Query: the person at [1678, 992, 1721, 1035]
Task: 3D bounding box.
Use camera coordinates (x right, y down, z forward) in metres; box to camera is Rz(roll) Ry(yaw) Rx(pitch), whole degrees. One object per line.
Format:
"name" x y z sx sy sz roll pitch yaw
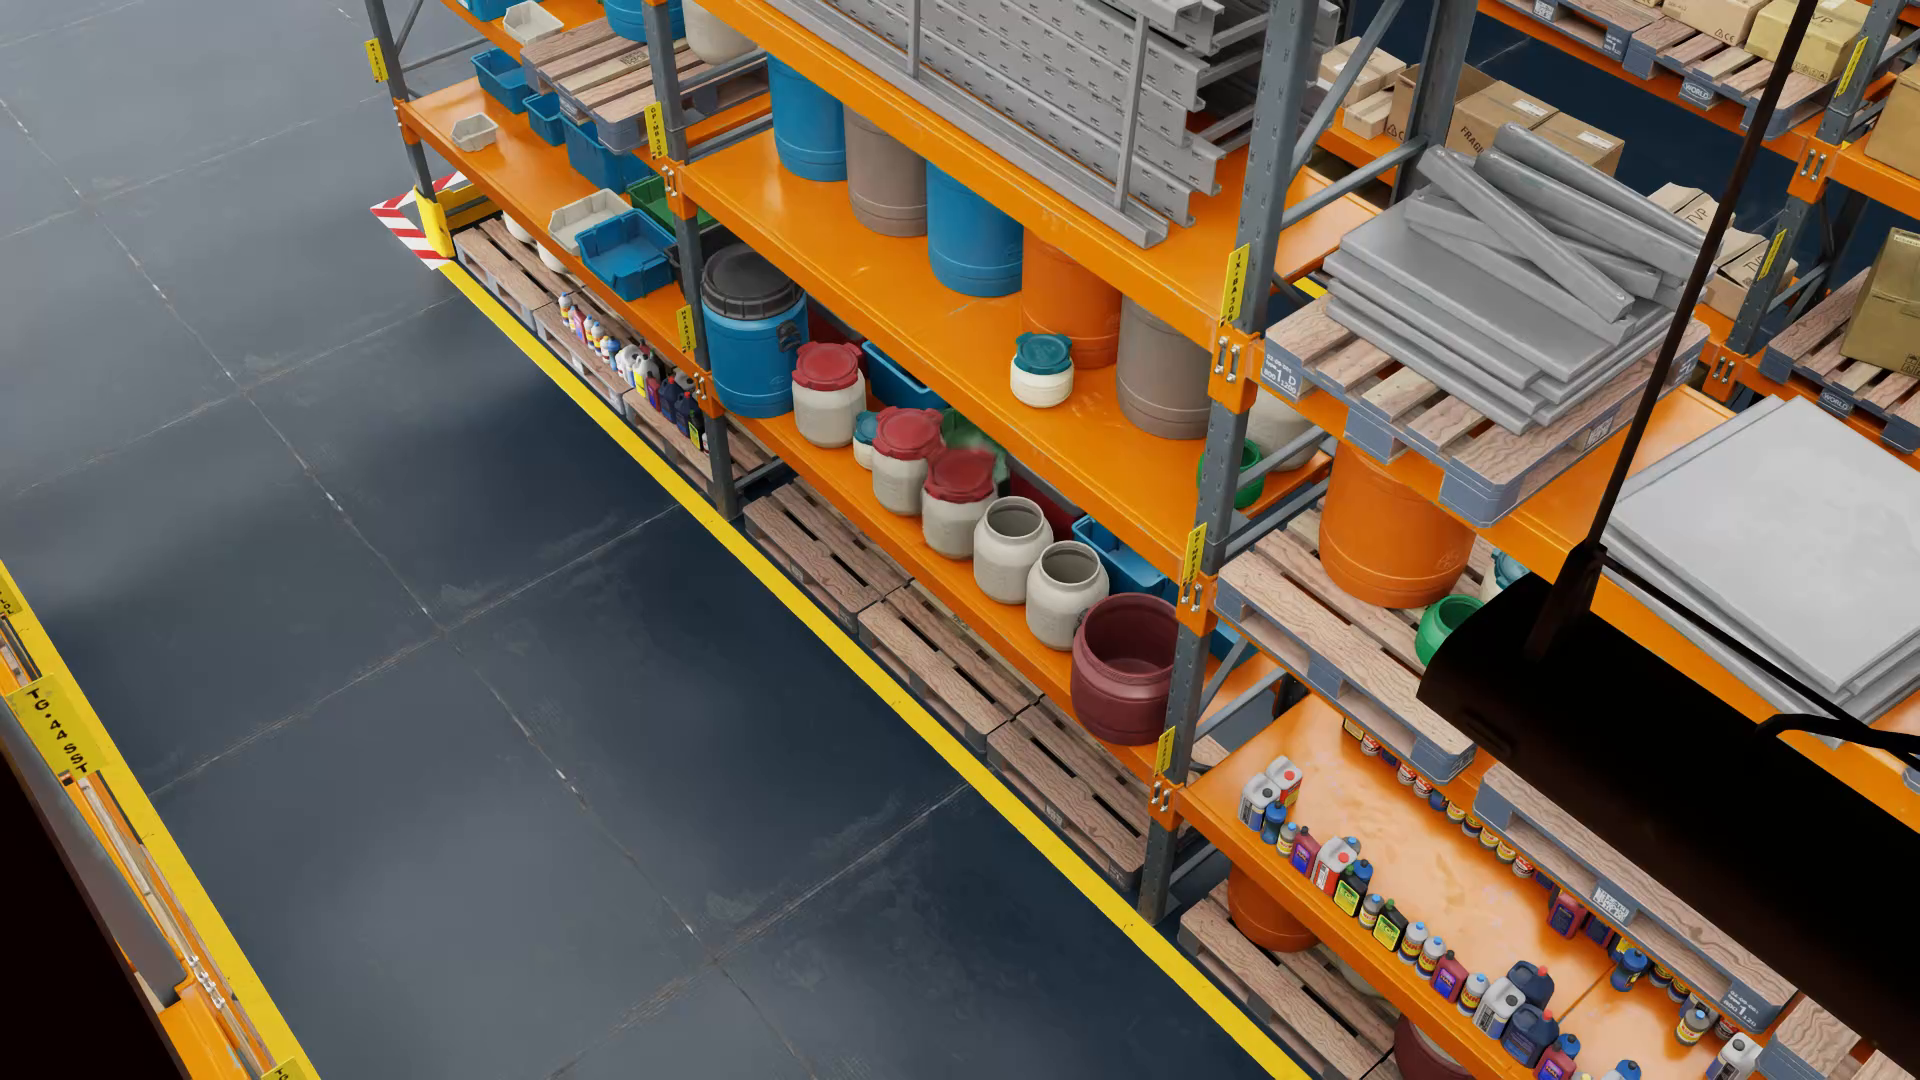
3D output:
"person" 5.036 4.797 5.283 1.638 1.668 7.623 -13 48 -12
